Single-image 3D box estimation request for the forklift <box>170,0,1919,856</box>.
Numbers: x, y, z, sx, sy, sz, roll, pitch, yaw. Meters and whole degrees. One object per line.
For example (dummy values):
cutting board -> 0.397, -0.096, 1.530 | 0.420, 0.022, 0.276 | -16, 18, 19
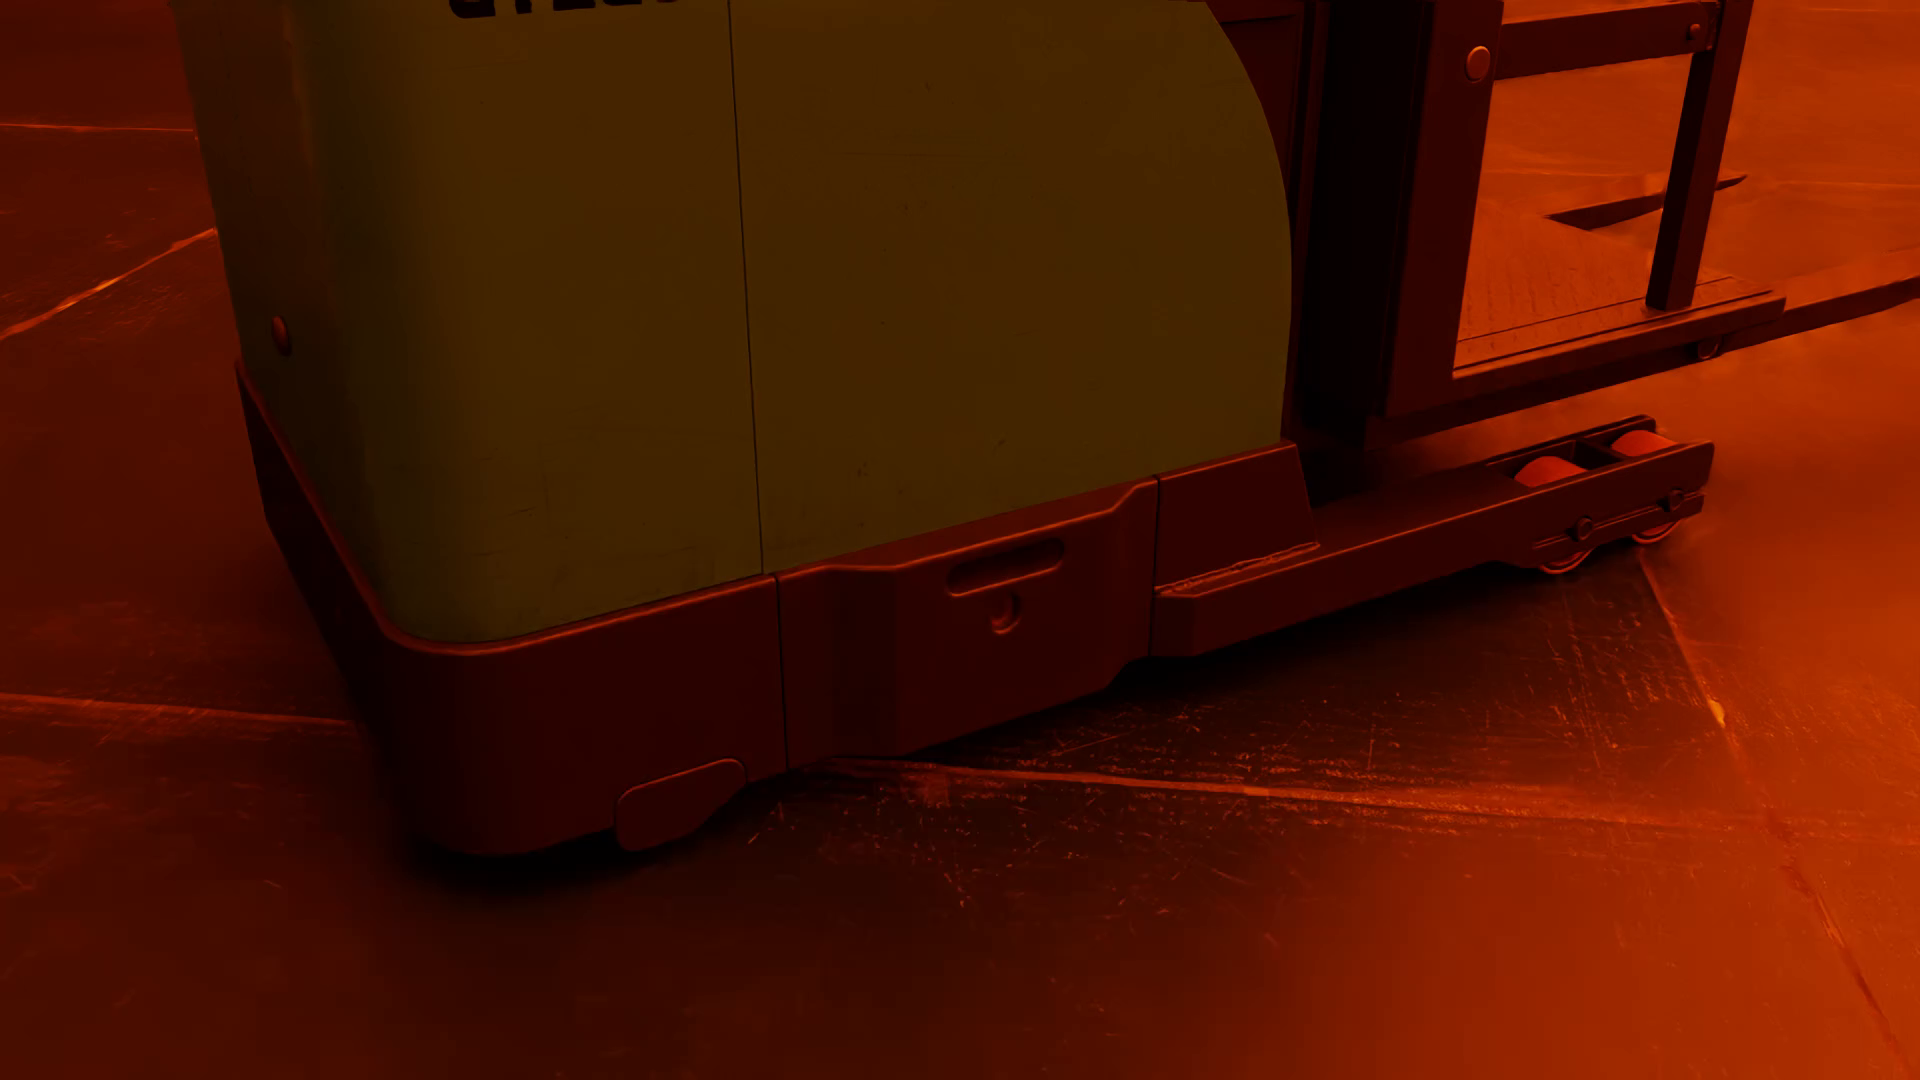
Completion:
forklift -> 0.526, -1.451, 2.124 | 3.031, 2.935, 1.130 | -15, 30, -27
